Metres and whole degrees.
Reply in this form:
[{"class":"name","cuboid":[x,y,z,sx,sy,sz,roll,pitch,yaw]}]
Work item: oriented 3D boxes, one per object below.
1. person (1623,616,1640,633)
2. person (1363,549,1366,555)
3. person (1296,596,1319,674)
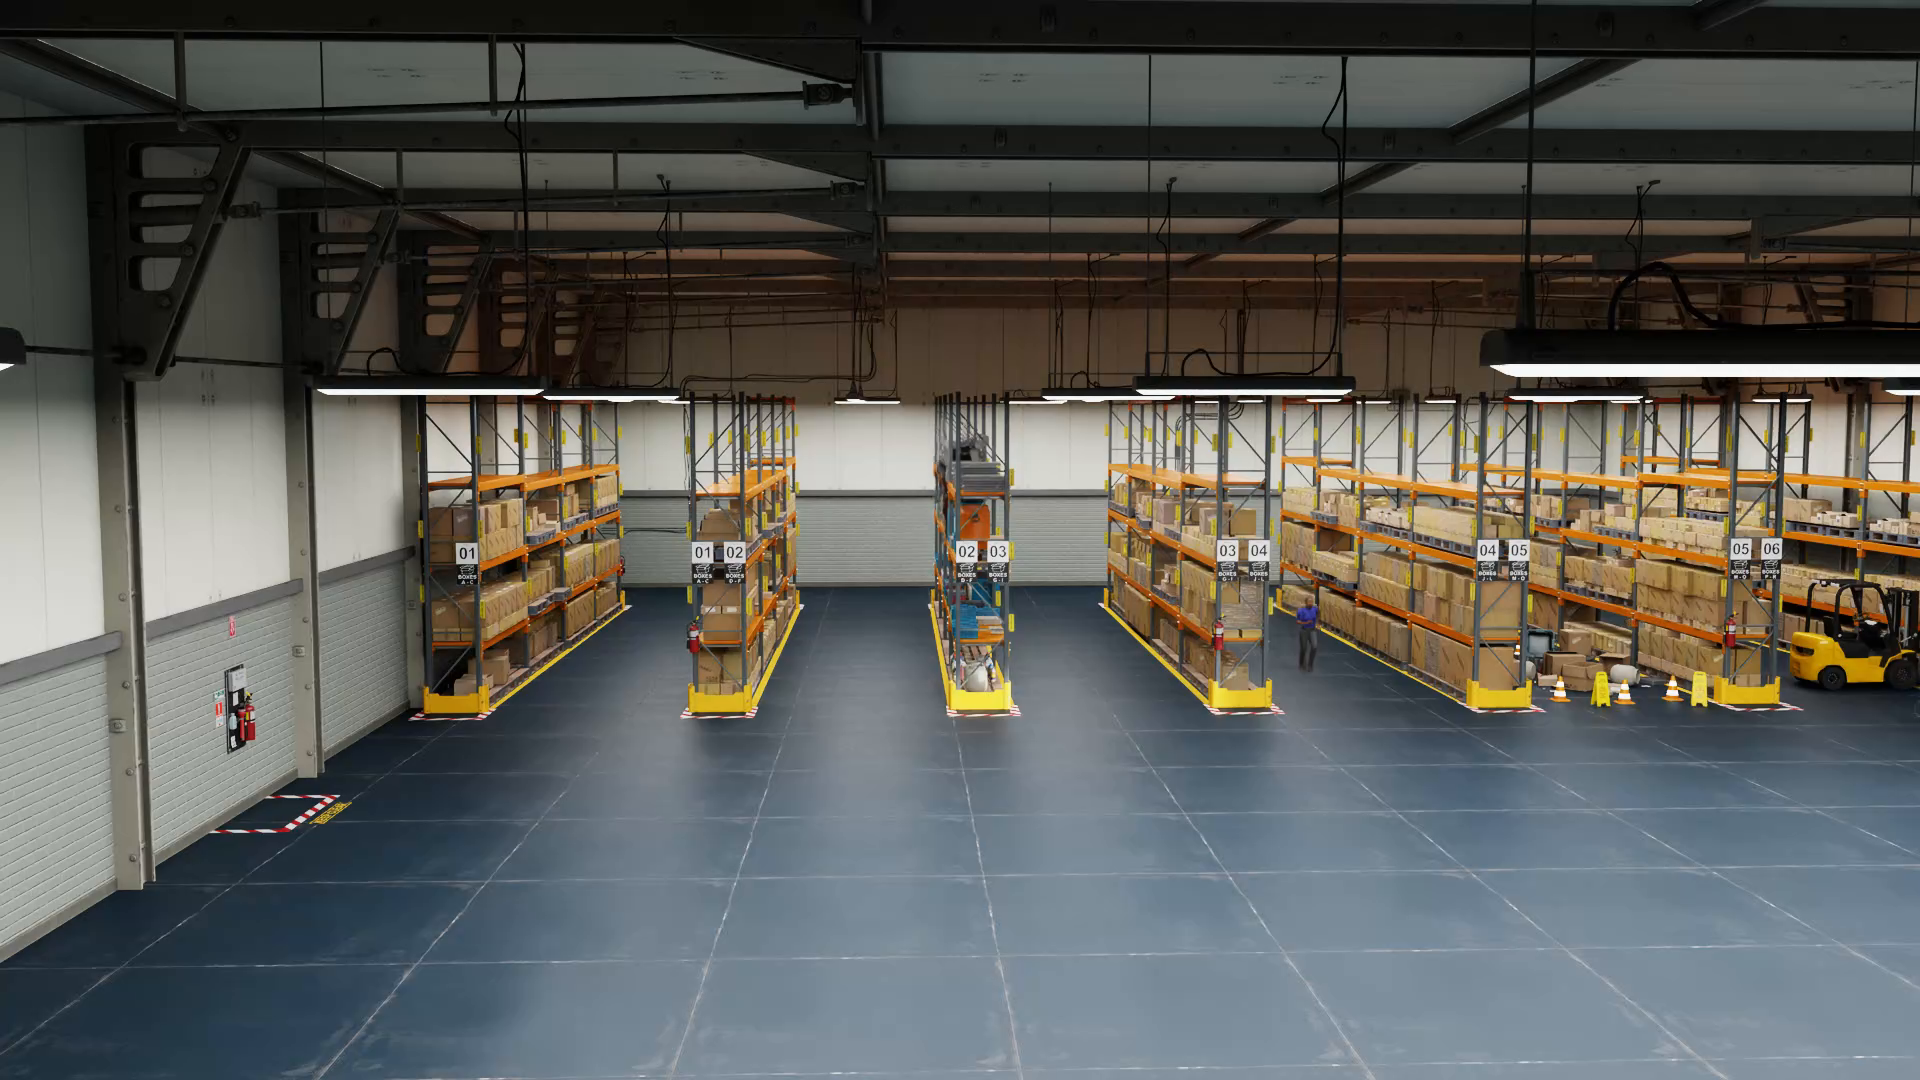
[{"class":"person","cuboid":[16.522,1.618,40.826,0.595,1.660,0.584,0,5,-6]},{"class":"person","cuboid":[11.324,1.096,46.868,0.609,1.678,0.936,-1,5,-7]},{"class":"person","cuboid":[7.494,2.038,35.852,0.599,1.681,0.829,-1,5,-9]}]
